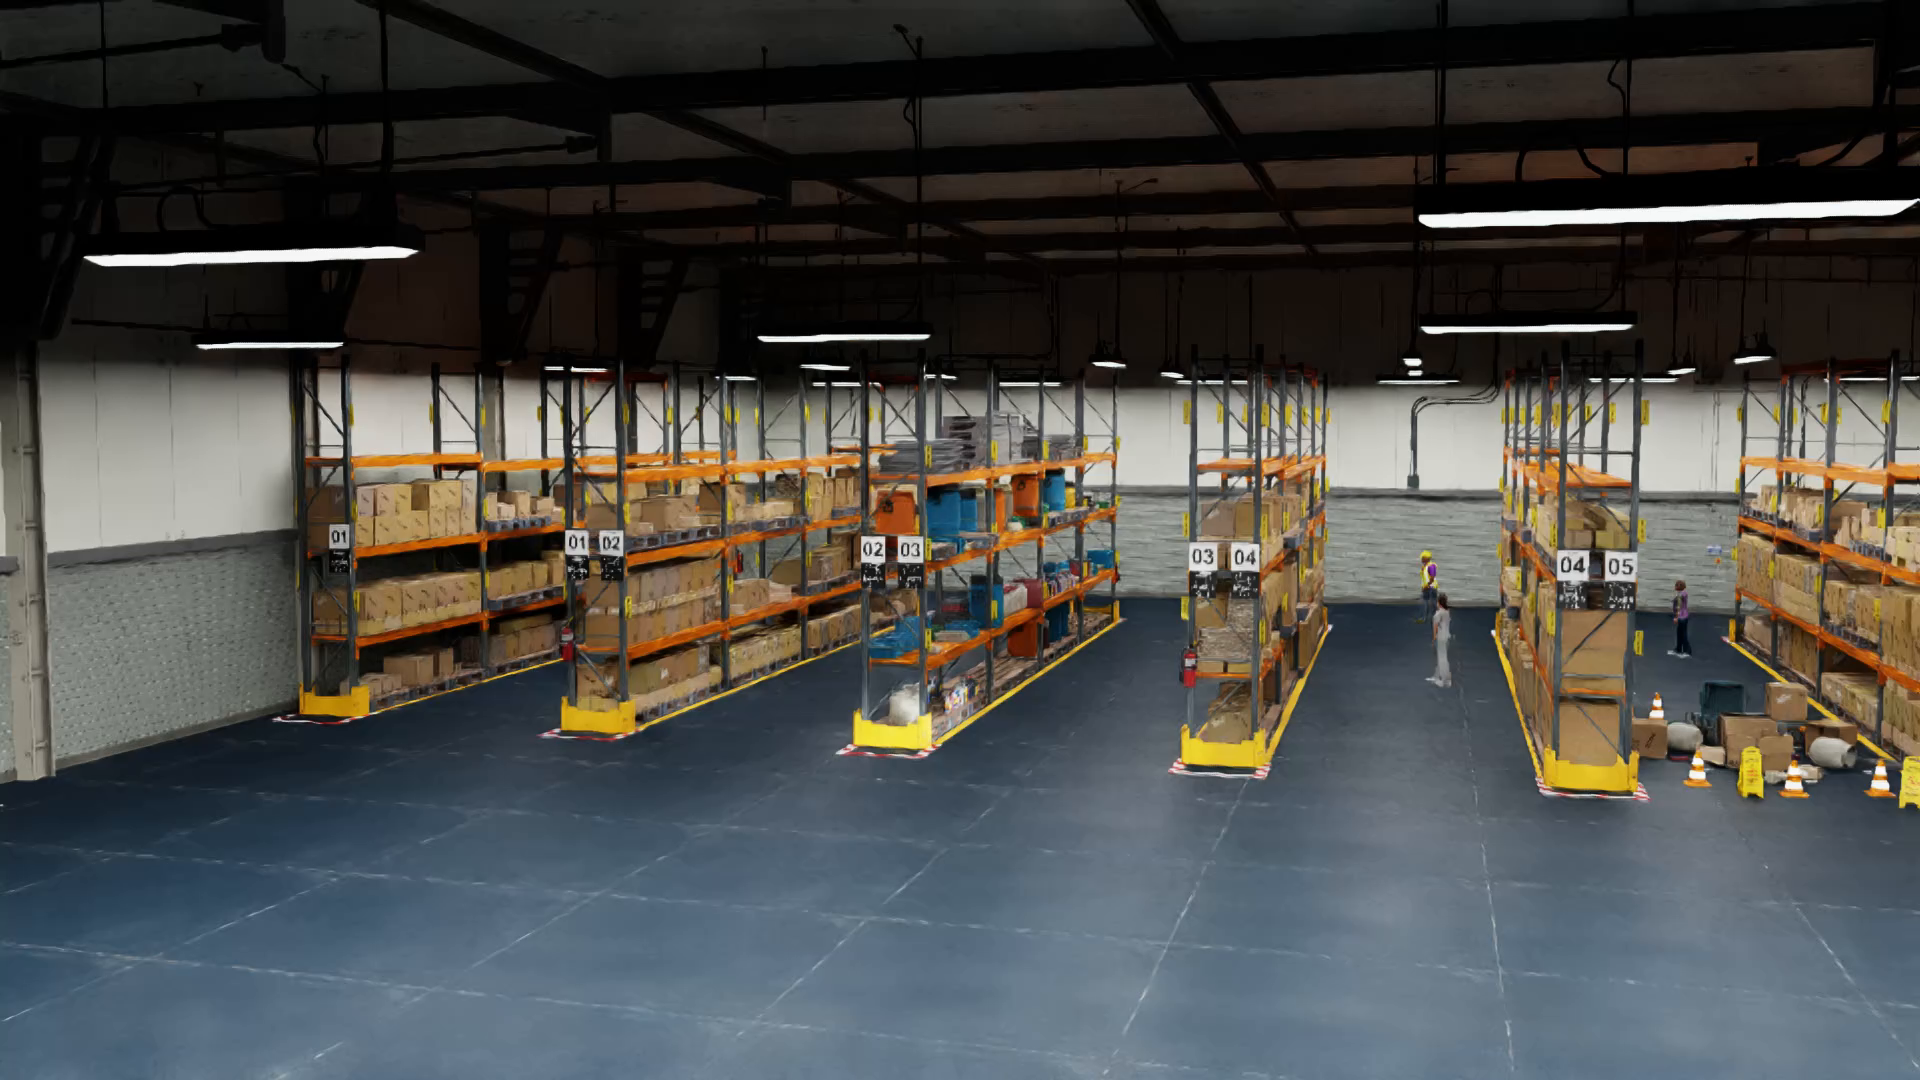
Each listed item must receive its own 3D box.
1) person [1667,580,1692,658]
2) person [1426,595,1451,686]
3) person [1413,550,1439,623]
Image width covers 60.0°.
[{"bbox_3d":[14.901,1.614,34.407,0.508,1.592,0.515,3,5,33],"label":"person"},{"bbox_3d":[8.905,1.839,30.855,0.577,1.665,0.559,4,6,40],"label":"person"},{"bbox_3d":[11.311,1.131,40.025,0.708,1.762,0.585,-1,4,-13],"label":"person"}]
